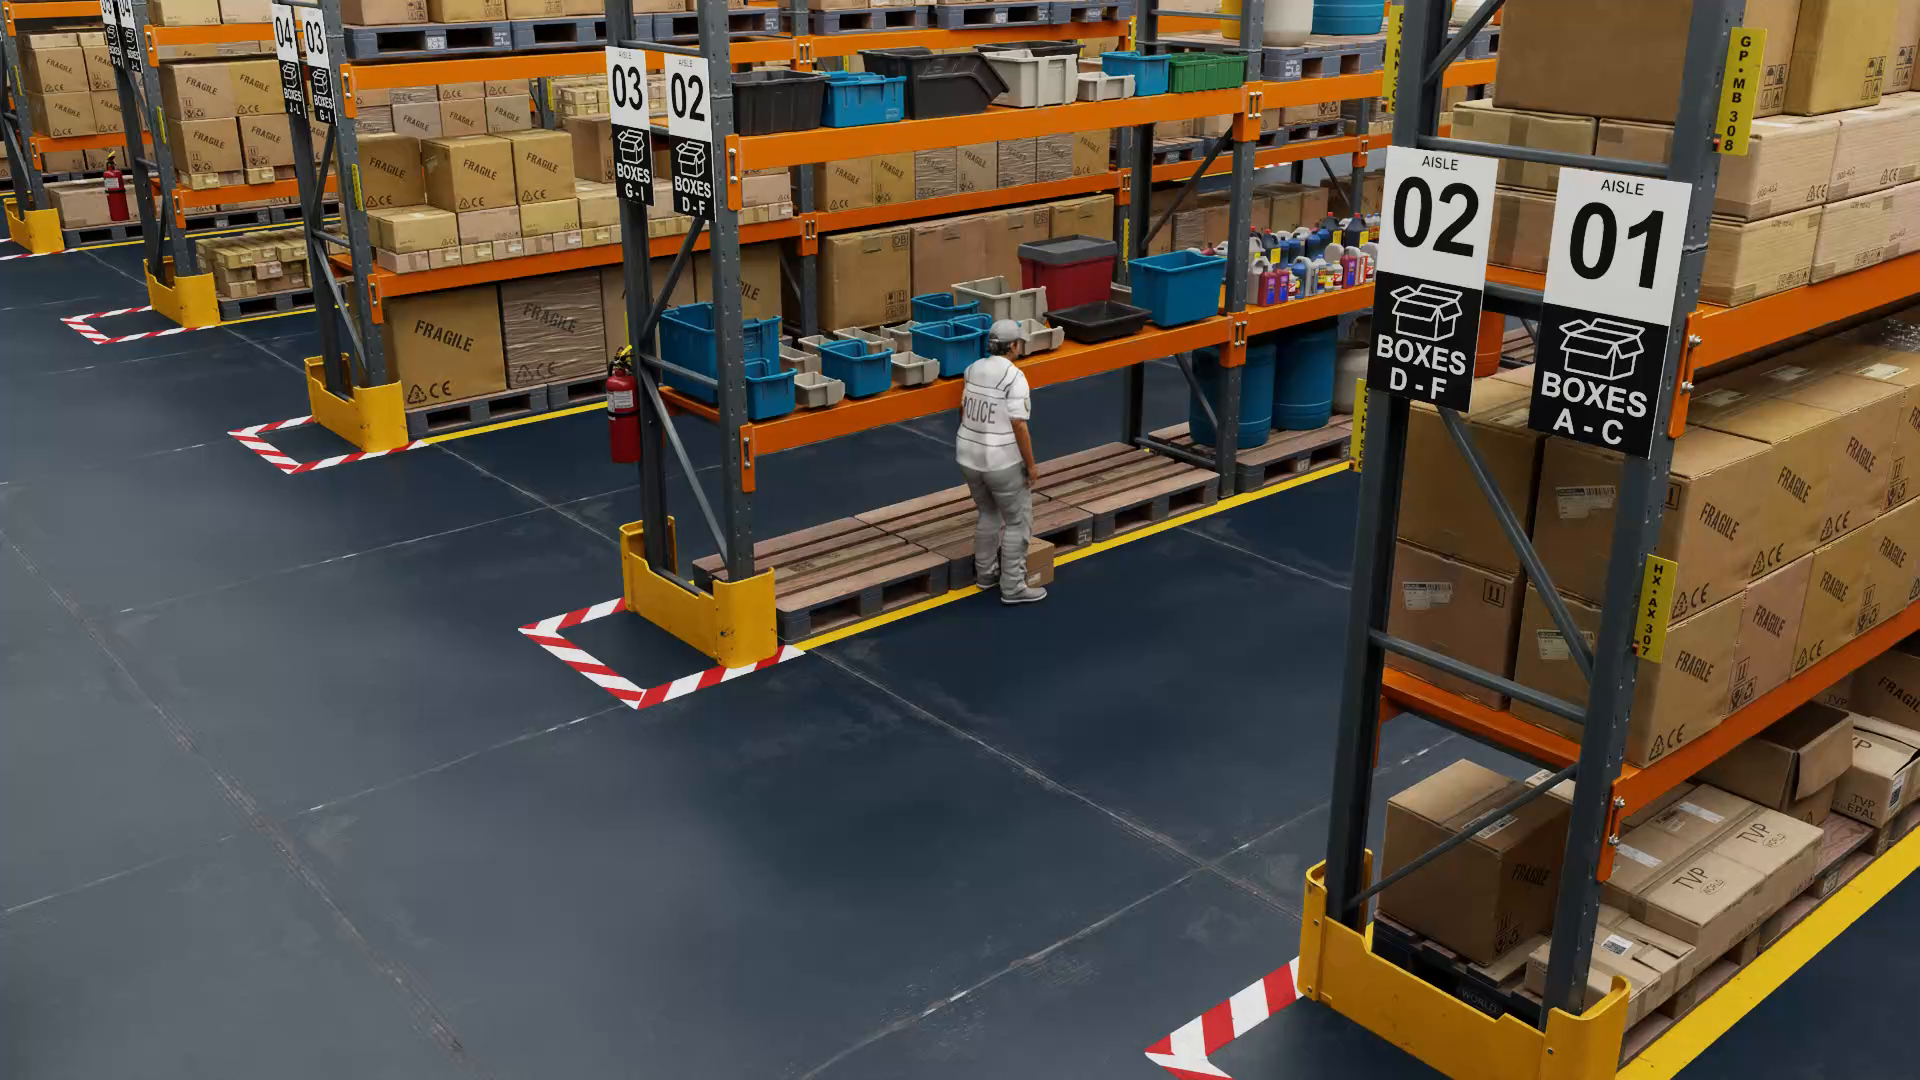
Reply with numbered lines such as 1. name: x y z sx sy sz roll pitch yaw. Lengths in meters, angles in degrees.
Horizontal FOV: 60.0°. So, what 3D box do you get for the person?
1. person: 0.242 -0.466 9.780 0.466 1.667 0.560 -19 28 -40
